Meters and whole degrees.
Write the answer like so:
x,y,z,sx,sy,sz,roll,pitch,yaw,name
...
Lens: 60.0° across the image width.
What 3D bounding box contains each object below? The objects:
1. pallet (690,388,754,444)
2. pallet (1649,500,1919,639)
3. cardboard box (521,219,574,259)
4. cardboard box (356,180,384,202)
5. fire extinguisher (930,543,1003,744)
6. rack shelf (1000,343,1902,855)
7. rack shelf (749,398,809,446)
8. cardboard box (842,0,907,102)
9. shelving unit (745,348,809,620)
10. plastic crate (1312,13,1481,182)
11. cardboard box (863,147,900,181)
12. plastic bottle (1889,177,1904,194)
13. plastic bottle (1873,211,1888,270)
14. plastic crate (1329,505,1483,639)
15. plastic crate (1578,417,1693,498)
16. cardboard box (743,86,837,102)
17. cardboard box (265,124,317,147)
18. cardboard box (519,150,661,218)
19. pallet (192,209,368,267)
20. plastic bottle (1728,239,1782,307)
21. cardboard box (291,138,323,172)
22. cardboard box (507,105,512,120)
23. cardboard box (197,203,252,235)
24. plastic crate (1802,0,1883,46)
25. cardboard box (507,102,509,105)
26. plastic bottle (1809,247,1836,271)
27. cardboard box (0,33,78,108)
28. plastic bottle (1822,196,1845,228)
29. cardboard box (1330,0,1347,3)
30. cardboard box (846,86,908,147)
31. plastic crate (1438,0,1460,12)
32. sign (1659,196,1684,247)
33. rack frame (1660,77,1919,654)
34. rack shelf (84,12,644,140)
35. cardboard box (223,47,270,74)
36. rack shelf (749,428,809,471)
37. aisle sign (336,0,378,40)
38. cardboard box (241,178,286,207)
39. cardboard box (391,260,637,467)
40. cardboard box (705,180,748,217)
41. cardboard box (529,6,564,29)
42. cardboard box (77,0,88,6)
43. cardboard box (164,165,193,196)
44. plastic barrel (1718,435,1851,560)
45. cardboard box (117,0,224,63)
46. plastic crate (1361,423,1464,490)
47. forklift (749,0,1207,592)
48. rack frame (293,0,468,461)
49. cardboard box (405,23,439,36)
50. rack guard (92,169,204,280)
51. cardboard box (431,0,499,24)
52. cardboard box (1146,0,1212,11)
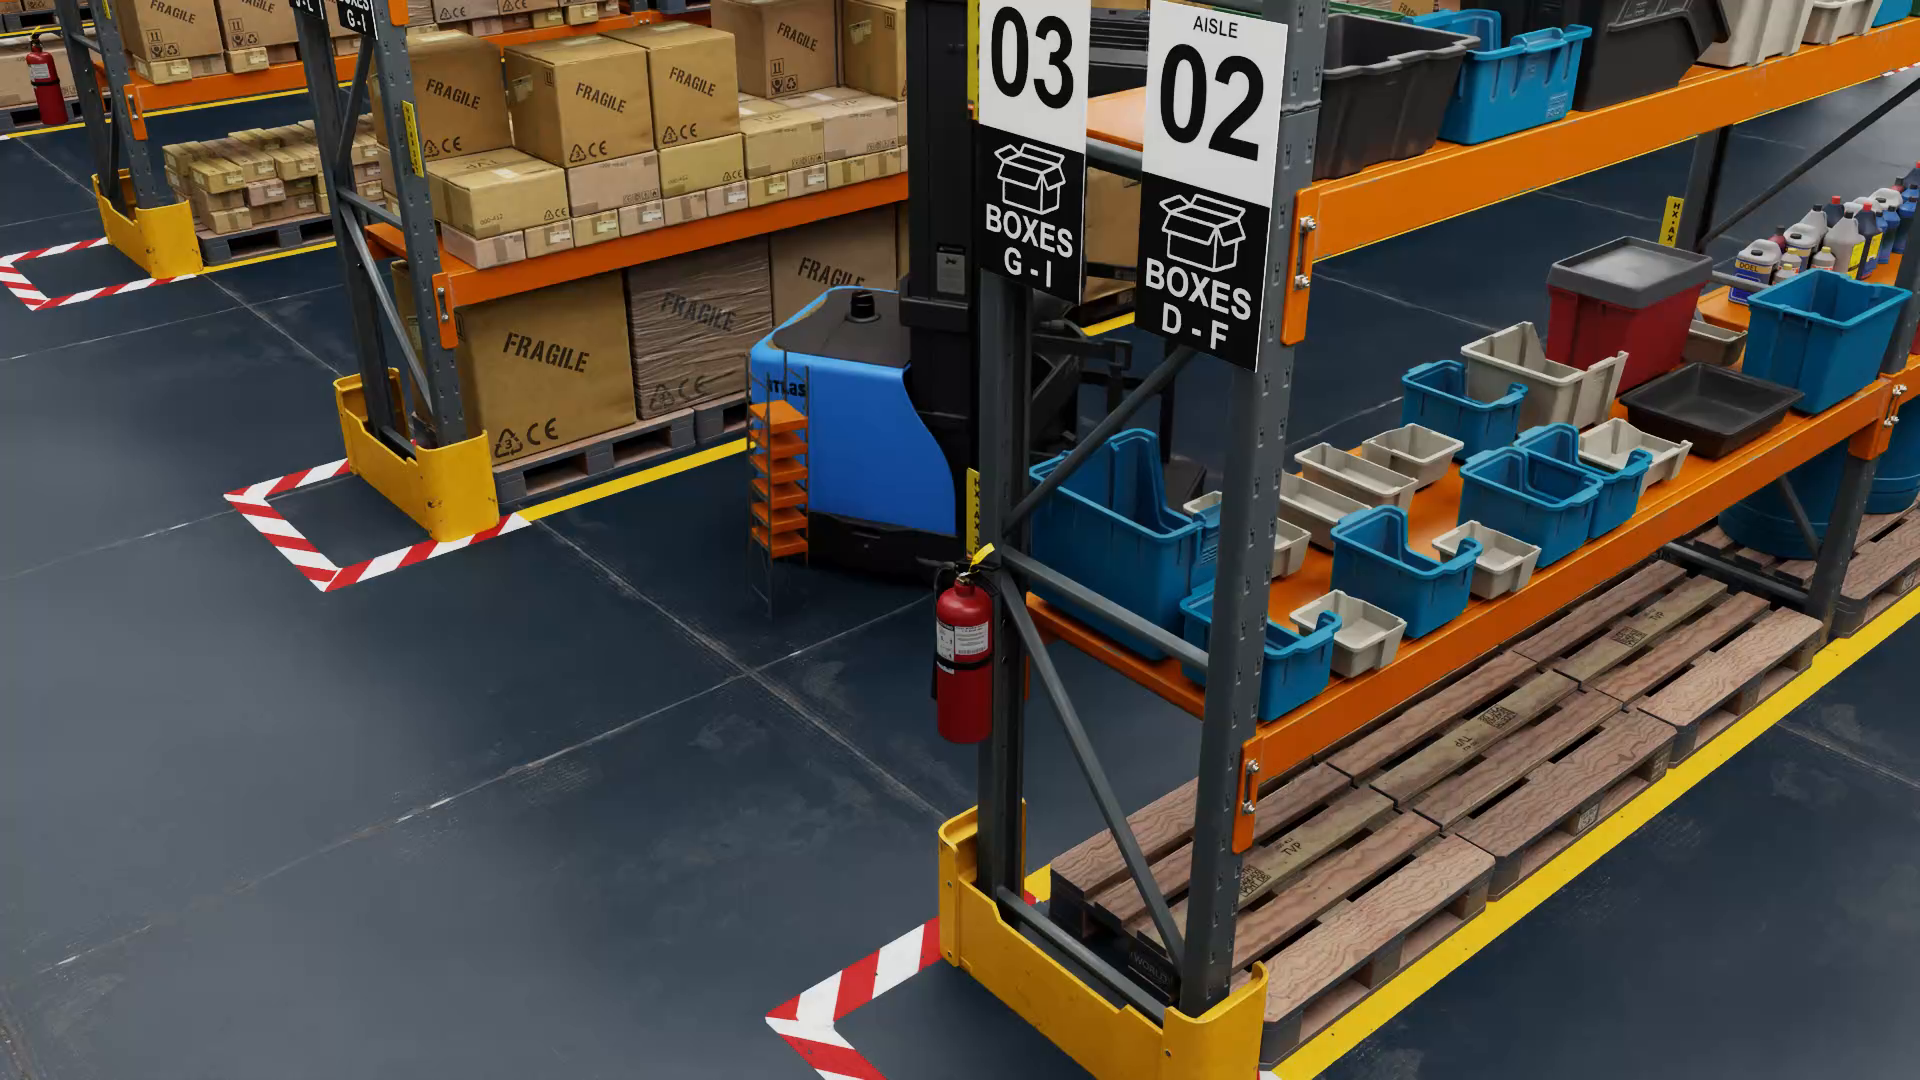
x,y,z,sx,sy,sz,roll,pitch,yaw,name
-1.306,-0.981,9.861,1.213,0.211,1.003,-22,35,-35,pallet
4.081,-0.006,8.037,1.213,0.211,1.003,-22,35,-35,pallet
-2.112,-1.525,8.188,0.250,0.149,0.380,-22,35,-36,cardboard box
-4.599,-2.688,12.677,0.250,0.149,0.380,-22,35,-35,cardboard box
0.014,0.291,5.001,0.183,0.674,0.296,-22,35,-35,fire extinguisher
1.945,-0.085,5.990,4.000,0.370,1.077,-22,35,-35,rack shelf
-0.799,-0.519,7.271,0.180,0.103,0.258,-13,31,-28,rack shelf
-0.308,-2.798,9.351,0.500,0.500,0.500,-21,35,-34,cardboard box
-0.813,-0.237,7.412,0.189,1.200,0.258,-13,31,-28,shelving unit
0.898,-1.074,4.033,0.590,0.269,0.497,-22,35,-35,plastic crate
-0.550,-2.154,9.364,0.250,0.149,0.380,-21,35,-34,cardboard box
4.644,-1.665,8.306,0.133,0.283,0.061,-22,35,-35,plastic bottle
4.314,-1.421,7.863,0.097,0.271,0.097,0,28,0,plastic bottle
1.326,0.098,4.999,0.300,0.233,0.416,-22,35,-35,plastic crate
2.337,-0.284,5.815,0.466,0.136,0.293,-22,35,-35,plastic crate
-1.047,-2.495,9.579,0.500,0.250,0.500,-21,35,-34,cardboard box
-5.114,-3.057,12.735,0.250,0.149,0.380,-24,36,-37,cardboard box
-1.859,-1.843,8.360,0.500,0.250,0.500,-22,35,-35,cardboard box
-5.234,-2.405,12.527,1.213,0.211,1.003,-22,35,-35,pallet
3.557,-1.196,7.437,0.135,0.276,0.152,-22,35,-35,plastic bottle
-4.773,-2.869,12.384,0.250,0.149,0.380,-24,36,-37,cardboard box
-3.593,-3.365,13.313,0.250,0.149,0.380,-21,34,-33,cardboard box
-5.327,-2.349,12.043,0.250,0.149,0.380,-21,35,-34,cardboard box
2.746,-1.696,5.337,0.466,0.136,0.293,-22,35,-35,plastic crate
-3.879,-3.513,13.589,0.250,0.149,0.380,-23,36,-36,cardboard box
3.930,-1.236,7.591,0.097,0.201,0.097,0,28,0,plastic bottle
-8.786,-4.413,15.598,0.875,0.438,0.875,-23,36,-37,cardboard box
4.094,-1.448,7.829,0.185,0.351,0.144,-22,35,-35,plastic bottle
2.305,-3.508,11.525,0.500,0.500,0.500,-23,36,-36,cardboard box
-0.305,-2.467,9.527,0.500,0.250,0.500,-21,34,-33,cardboard box
1.835,-1.719,5.380,0.530,0.136,0.437,-22,35,-35,plastic crate
3.111,-1.334,7.271,0.005,0.325,0.100,-22,35,-35,sign
3.467,-1.014,6.966,0.127,3.000,1.000,-22,35,-35,rack frame
-4.412,-3.671,12.699,4.000,0.370,1.077,-22,35,-35,rack shelf
-5.068,-3.403,11.701,0.250,0.149,0.380,-23,36,-36,cardboard box
-0.804,-0.412,7.324,0.180,0.103,0.258,-13,31,-28,rack shelf
-2.651,-2.584,7.144,0.004,0.787,0.394,-22,35,-35,aisle sign
-5.123,-2.567,12.134,0.250,0.149,0.380,-22,35,-35,cardboard box
-2.356,-1.039,8.821,0.875,0.875,0.875,-22,35,-35,cardboard box
-1.330,-1.840,8.778,0.250,0.149,0.380,-22,35,-35,cardboard box
-3.323,-4.139,13.080,0.250,0.149,0.380,-20,34,-33,cardboard box
-10.455,-6.700,19.811,0.500,0.500,0.700,-23,36,-37,cardboard box
-5.717,-2.699,12.381,0.250,0.149,0.380,-23,36,-36,cardboard box
3.892,-0.435,7.661,0.708,0.901,0.600,-22,35,-35,plastic barrel
-5.412,-3.590,11.363,0.500,0.500,0.500,-20,34,-33,cardboard box
1.566,-0.290,5.826,0.250,0.136,0.298,-22,35,-35,plastic crate
0.583,-1.188,7.363,3.031,2.935,1.130,10,30,18,forklift
-2.791,-1.567,7.999,0.127,3.000,1.000,-22,35,-35,rack frame
-4.098,-3.814,12.470,0.250,0.149,0.380,-21,35,-34,cardboard box
-5.875,-2.297,12.018,0.348,0.500,1.175,-22,35,-35,rack guard
-3.850,-4.216,12.534,0.500,0.500,0.500,-22,35,-35,cardboard box
1.262,-3.681,10.785,0.637,0.503,0.797,-21,35,-34,cardboard box
